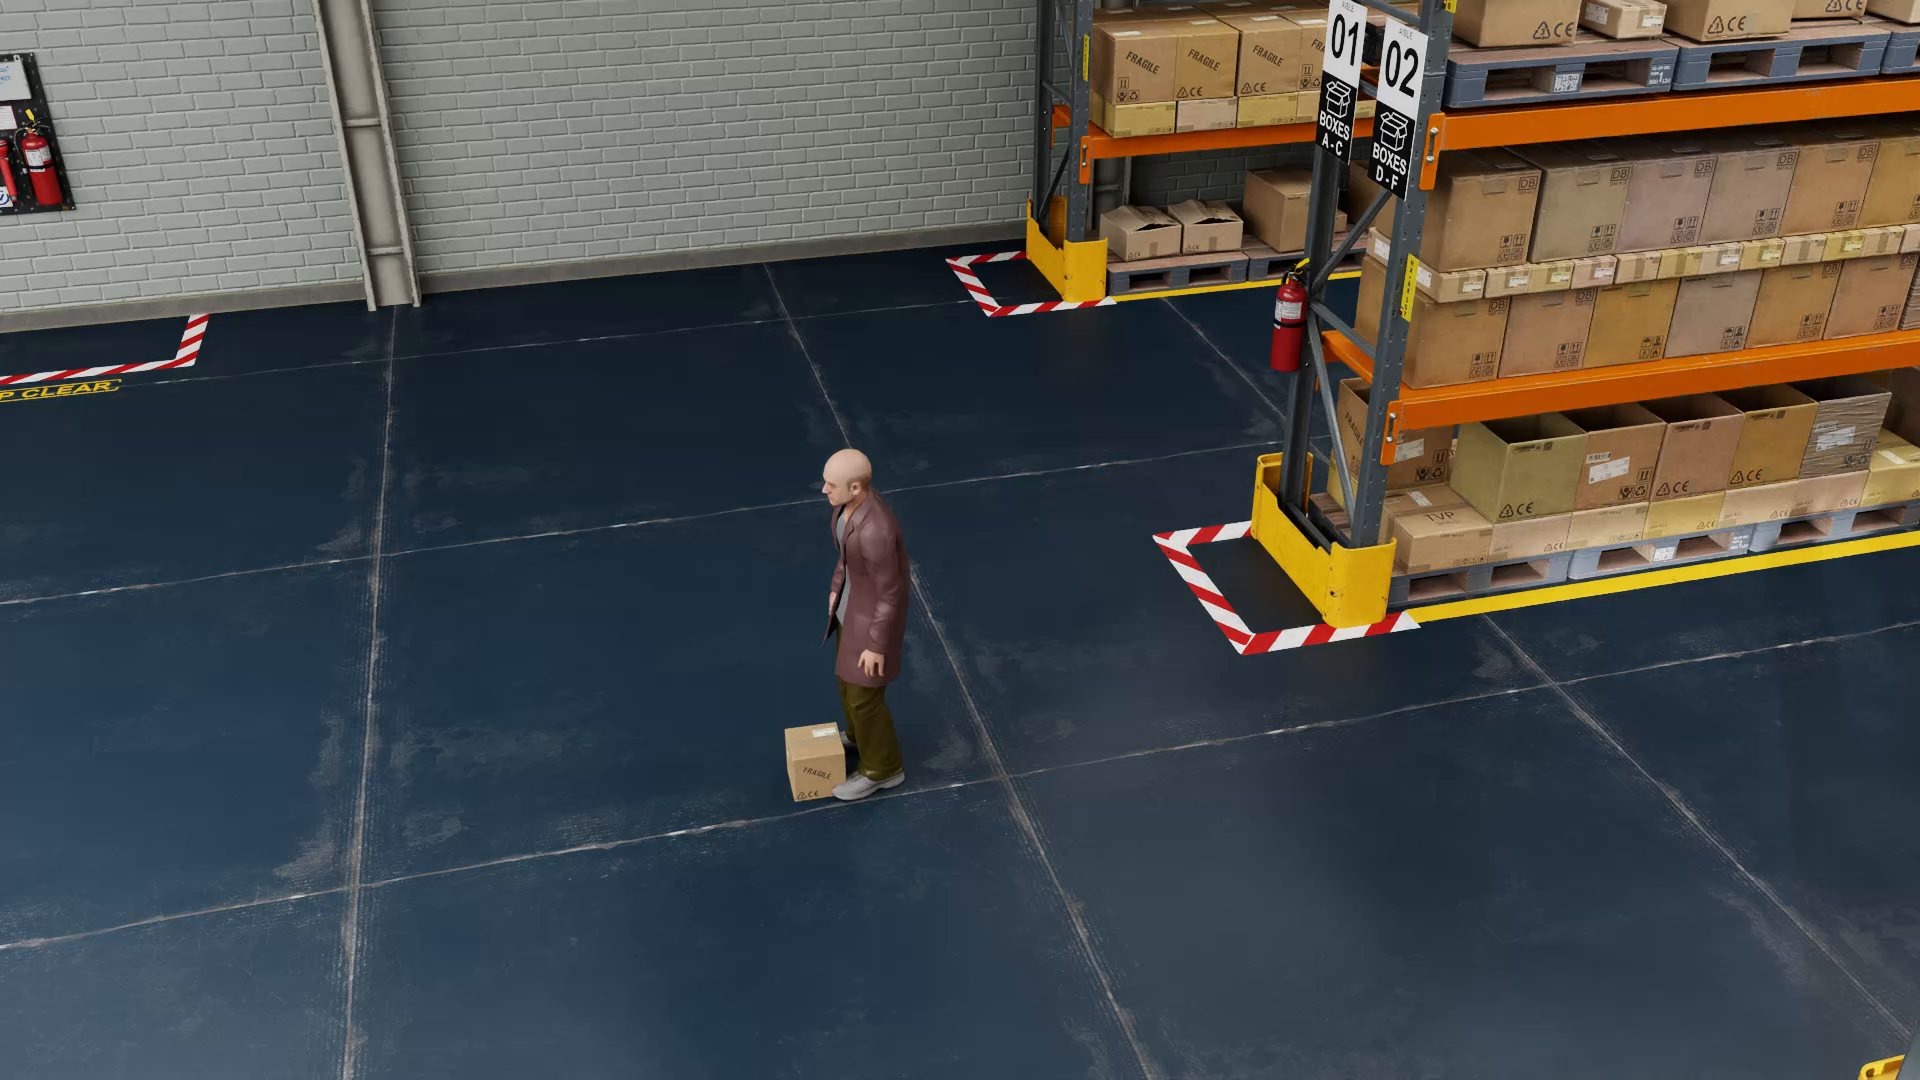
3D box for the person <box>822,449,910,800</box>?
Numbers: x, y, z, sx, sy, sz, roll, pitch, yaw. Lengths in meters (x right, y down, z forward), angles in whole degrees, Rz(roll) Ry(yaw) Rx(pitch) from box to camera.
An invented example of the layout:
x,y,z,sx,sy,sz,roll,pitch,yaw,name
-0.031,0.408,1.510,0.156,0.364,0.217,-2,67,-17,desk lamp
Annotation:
x,y,z,sx,sy,sz,roll,pitch,yaw,name
-0.447,0.369,7.618,0.425,1.773,0.652,-10,31,-16,person
